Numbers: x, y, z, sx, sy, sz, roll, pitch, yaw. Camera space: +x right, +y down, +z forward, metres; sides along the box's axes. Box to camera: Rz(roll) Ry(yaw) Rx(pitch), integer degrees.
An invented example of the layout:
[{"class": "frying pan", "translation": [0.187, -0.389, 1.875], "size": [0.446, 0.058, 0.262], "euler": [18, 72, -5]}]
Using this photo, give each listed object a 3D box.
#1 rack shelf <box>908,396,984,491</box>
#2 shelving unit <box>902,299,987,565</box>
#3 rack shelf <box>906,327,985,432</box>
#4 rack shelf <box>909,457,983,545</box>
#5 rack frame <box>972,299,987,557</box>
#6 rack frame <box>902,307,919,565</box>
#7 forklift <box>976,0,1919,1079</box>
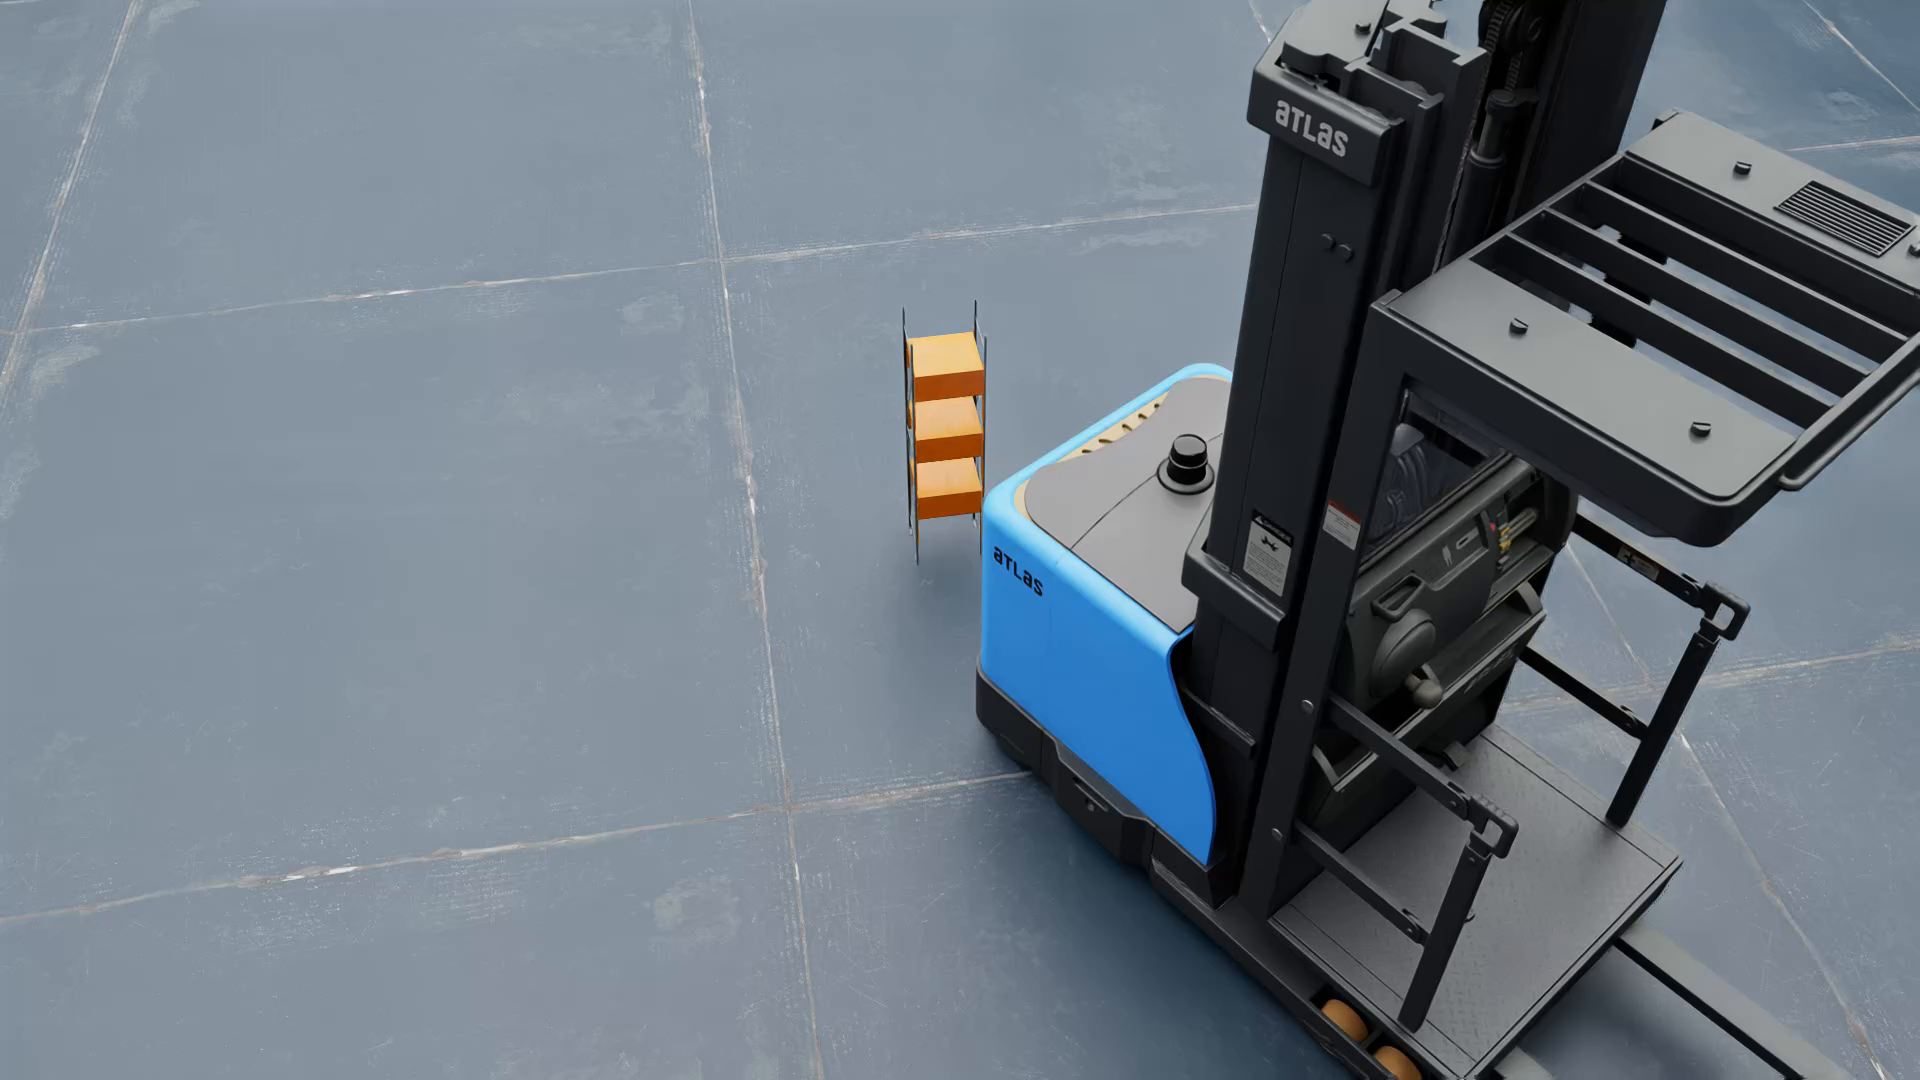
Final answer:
[{"class": "rack shelf", "translation": [-0.053, -0.350, 5.873], "size": [0.240, 0.259, 0.215], "euler": [-7, 46, -7]}, {"class": "shelving unit", "translation": [-0.053, -0.358, 5.866], "size": [0.252, 1.050, 0.215], "euler": [-7, 46, -7]}, {"class": "rack shelf", "translation": [-0.053, -0.547, 5.669], "size": [0.240, 0.259, 0.215], "euler": [-7, 46, -7]}, {"class": "rack shelf", "translation": [-0.053, -0.158, 6.073], "size": [0.240, 0.259, 0.215], "euler": [-7, 46, -7]}, {"class": "rack frame", "translation": [0.067, -0.373, 5.880], "size": [0.008, 1.050, 0.200], "euler": [-7, 46, -7]}, {"class": "rack frame", "translation": [-0.173, -0.343, 5.851], "size": [0.008, 1.050, 0.200], "euler": [-7, 46, -7]}, {"class": "forklift", "translation": [1.407, 0.159, 4.061], "size": [1.130, 2.935, 3.031], "euler": [-33, 54, -27]}]
